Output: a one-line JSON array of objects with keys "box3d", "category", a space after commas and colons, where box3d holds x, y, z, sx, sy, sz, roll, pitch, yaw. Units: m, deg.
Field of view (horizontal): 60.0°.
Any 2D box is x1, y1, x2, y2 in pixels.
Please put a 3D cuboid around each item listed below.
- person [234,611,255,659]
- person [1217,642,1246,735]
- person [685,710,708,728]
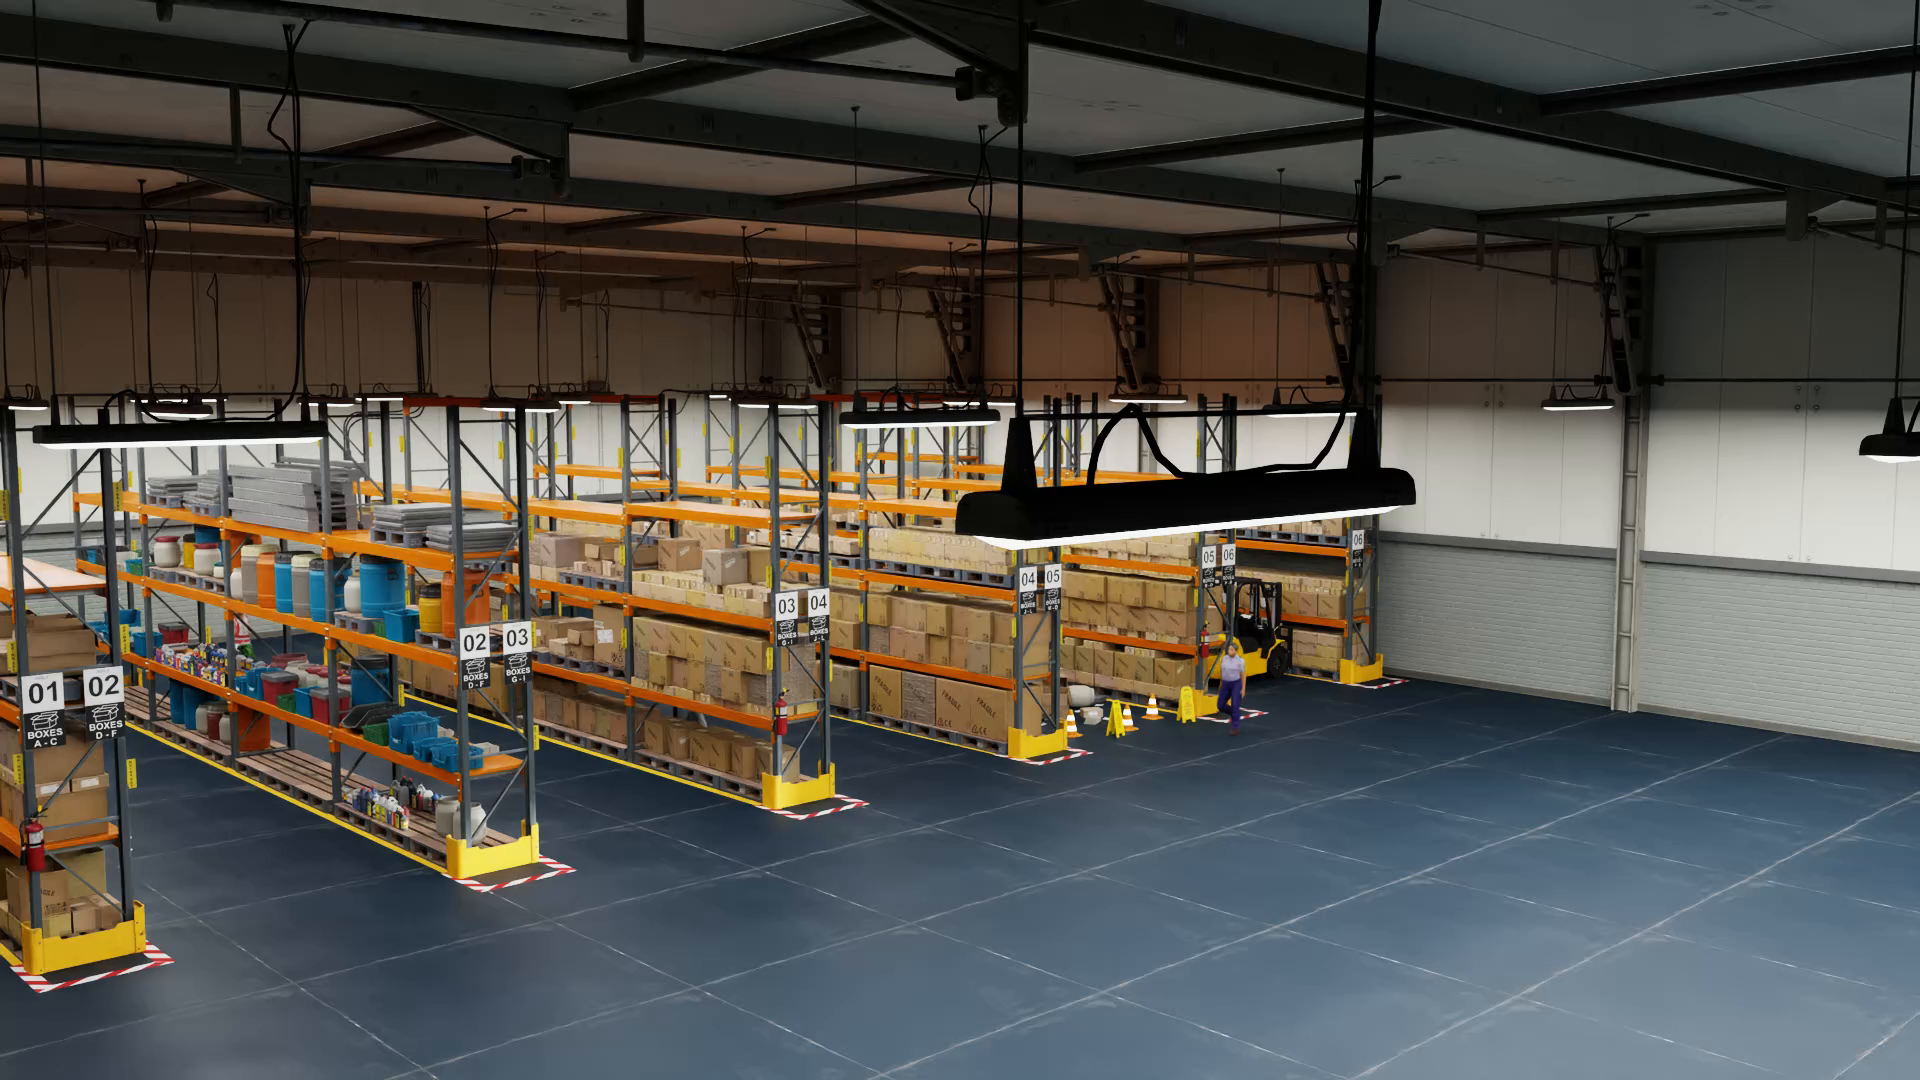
[{"box3d": [-14.826, 2.140, 34.312, 1.098, 1.731, 0.548, 5, 8, 43], "category": "person"}, {"box3d": [4.908, 2.636, 29.779, 0.525, 1.621, 0.579, 5, 7, 39], "category": "person"}, {"box3d": [-4.583, 2.696, 29.417, 0.967, 1.546, 0.434, 3, 7, 32], "category": "person"}]
